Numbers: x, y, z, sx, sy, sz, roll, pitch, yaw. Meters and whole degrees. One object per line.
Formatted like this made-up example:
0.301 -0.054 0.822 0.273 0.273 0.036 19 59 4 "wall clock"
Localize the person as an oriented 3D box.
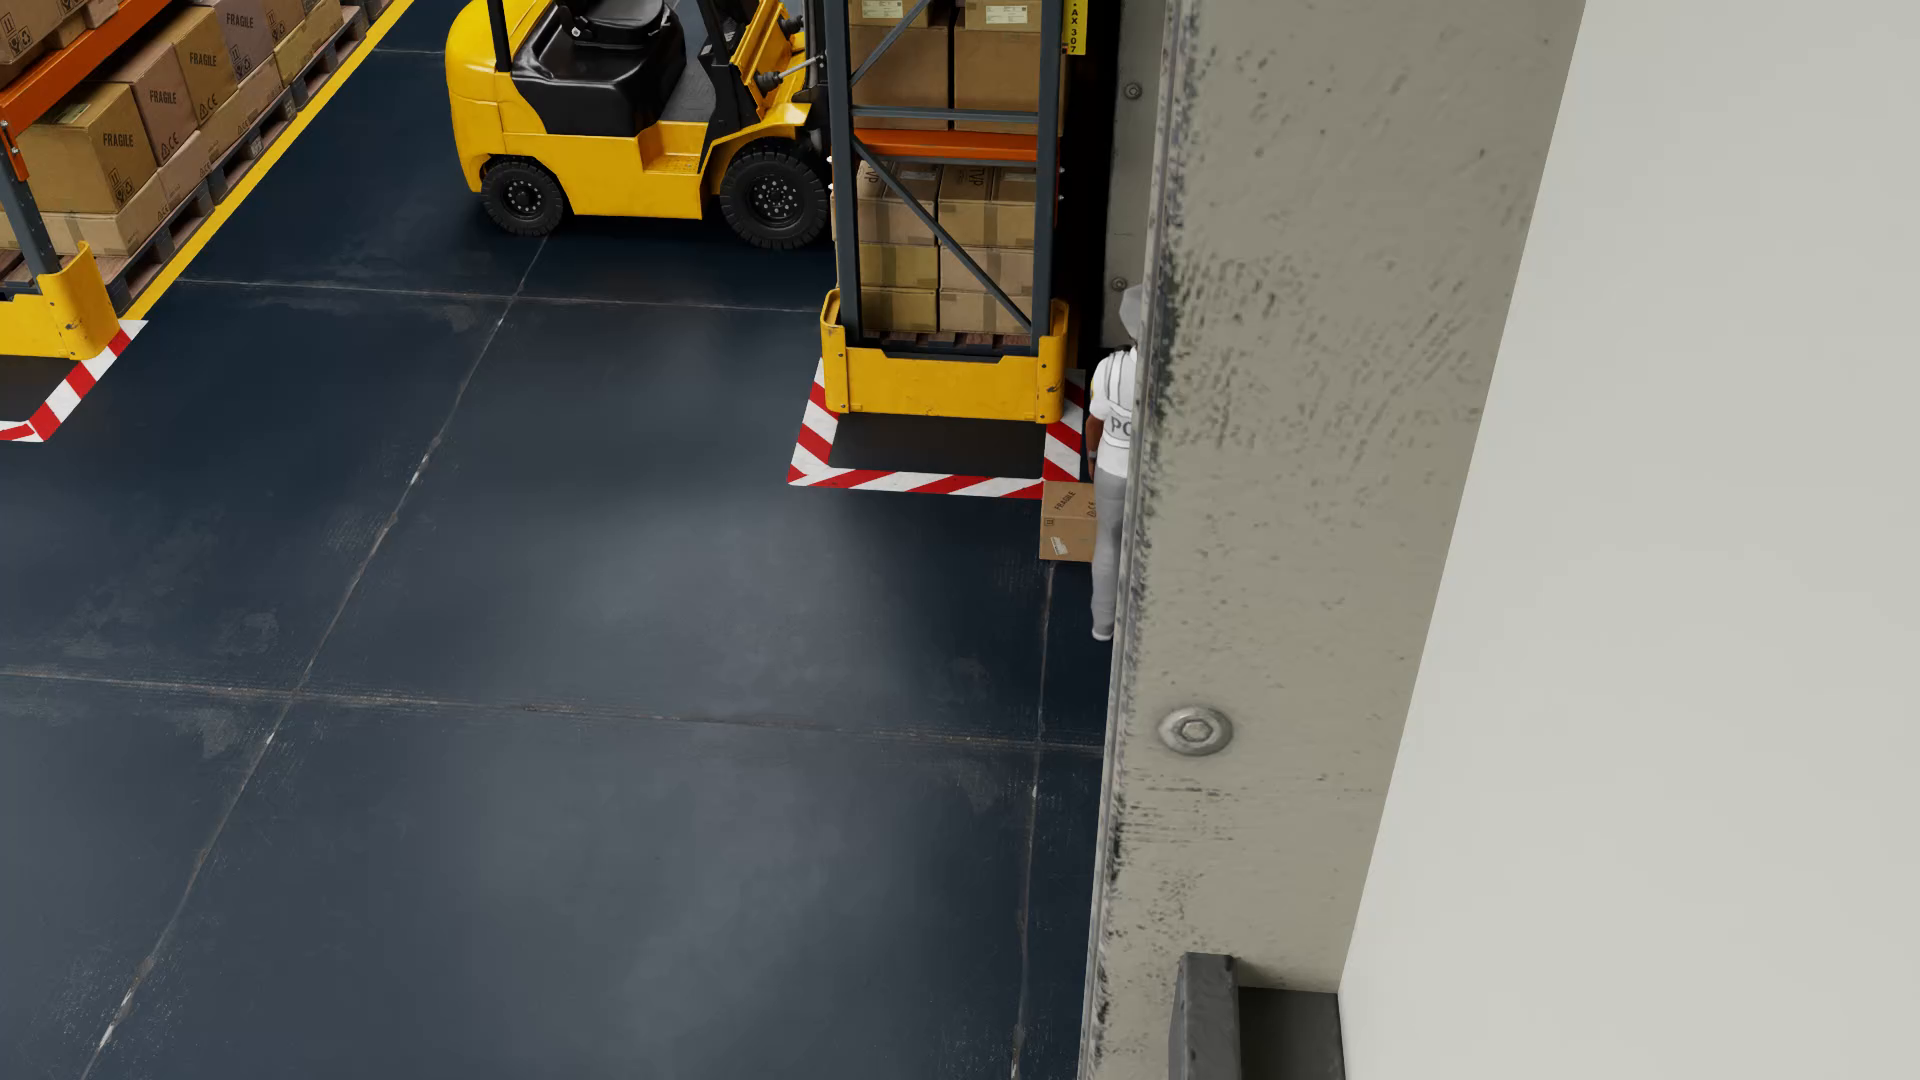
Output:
0.703 -0.312 6.508 0.437 1.679 0.502 4 40 5 "person"
